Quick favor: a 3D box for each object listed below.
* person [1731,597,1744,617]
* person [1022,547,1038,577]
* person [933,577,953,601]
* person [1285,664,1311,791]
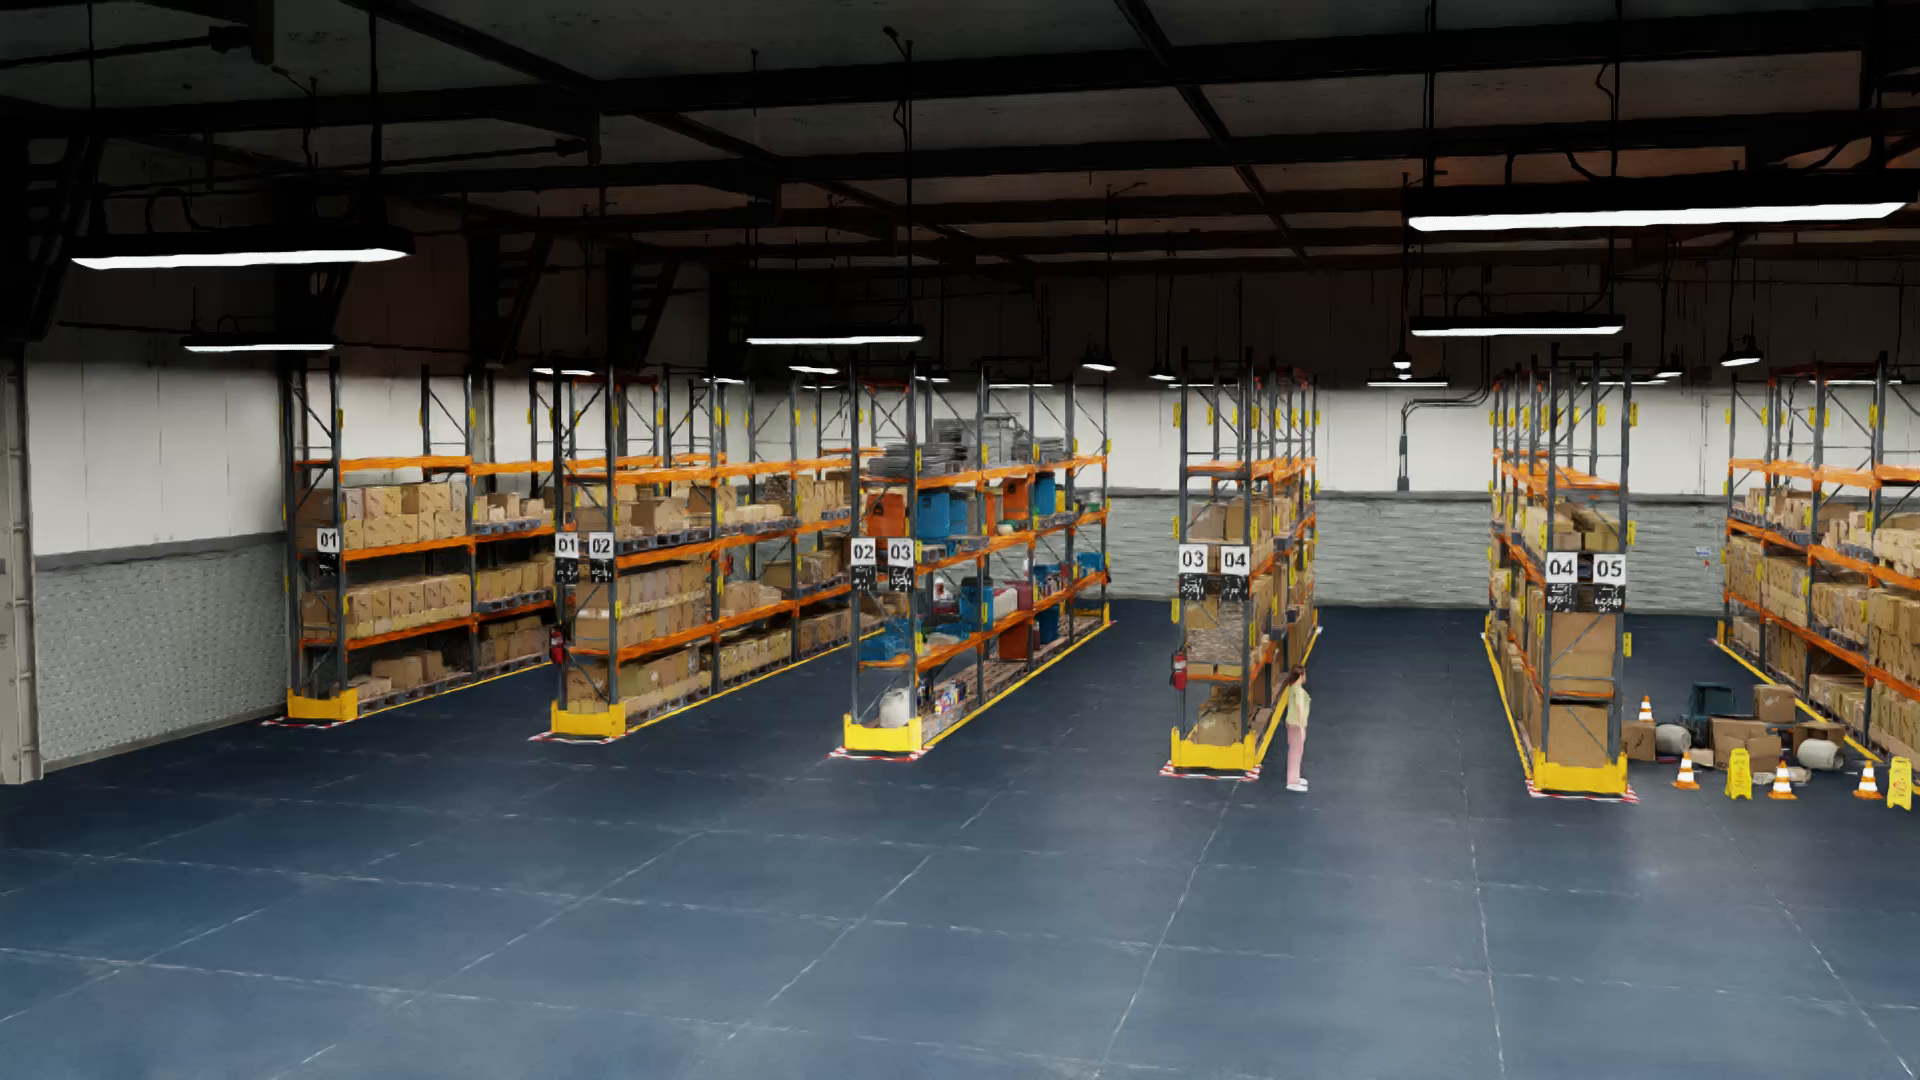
[{"bbox_3d":[18.598,1.291,39.768,0.463,1.600,0.509,-1,4,-16],"label":"person"},{"bbox_3d":[1.783,1.051,41.770,0.473,1.757,0.641,3,5,36],"label":"person"},{"bbox_3d":[-0.408,1.604,34.466,0.550,1.709,1.128,1,4,13],"label":"person"},{"bbox_3d":[4.561,2.504,22.384,0.389,1.676,0.557,-1,4,-7],"label":"person"}]
